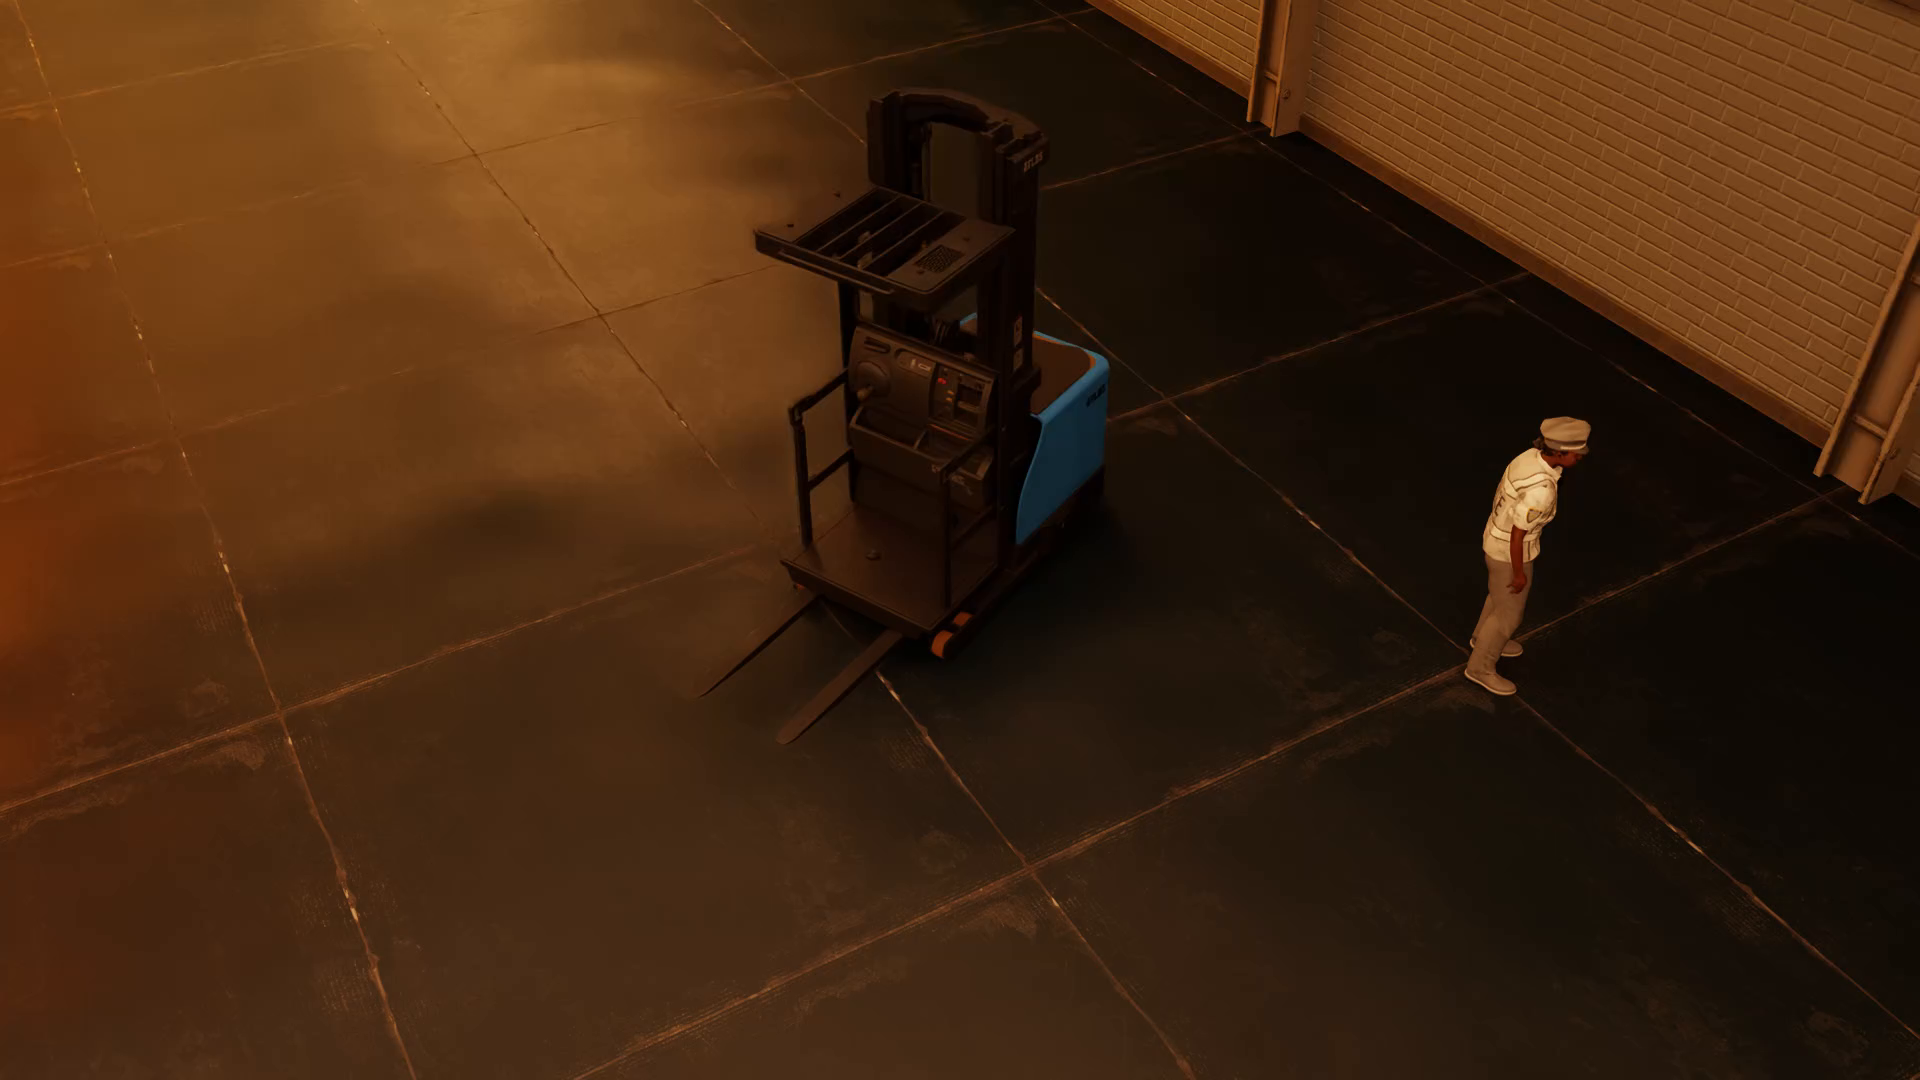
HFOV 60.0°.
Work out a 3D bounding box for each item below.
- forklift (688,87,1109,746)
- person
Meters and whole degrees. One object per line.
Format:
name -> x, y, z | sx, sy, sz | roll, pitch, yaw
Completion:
forklift -> -0.338, -0.799, 8.999 | 1.130, 2.935, 3.031 | 24, 45, 26
person -> 3.015, 0.061, 8.963 | 0.396, 1.656, 0.519 | 12, 41, 14
